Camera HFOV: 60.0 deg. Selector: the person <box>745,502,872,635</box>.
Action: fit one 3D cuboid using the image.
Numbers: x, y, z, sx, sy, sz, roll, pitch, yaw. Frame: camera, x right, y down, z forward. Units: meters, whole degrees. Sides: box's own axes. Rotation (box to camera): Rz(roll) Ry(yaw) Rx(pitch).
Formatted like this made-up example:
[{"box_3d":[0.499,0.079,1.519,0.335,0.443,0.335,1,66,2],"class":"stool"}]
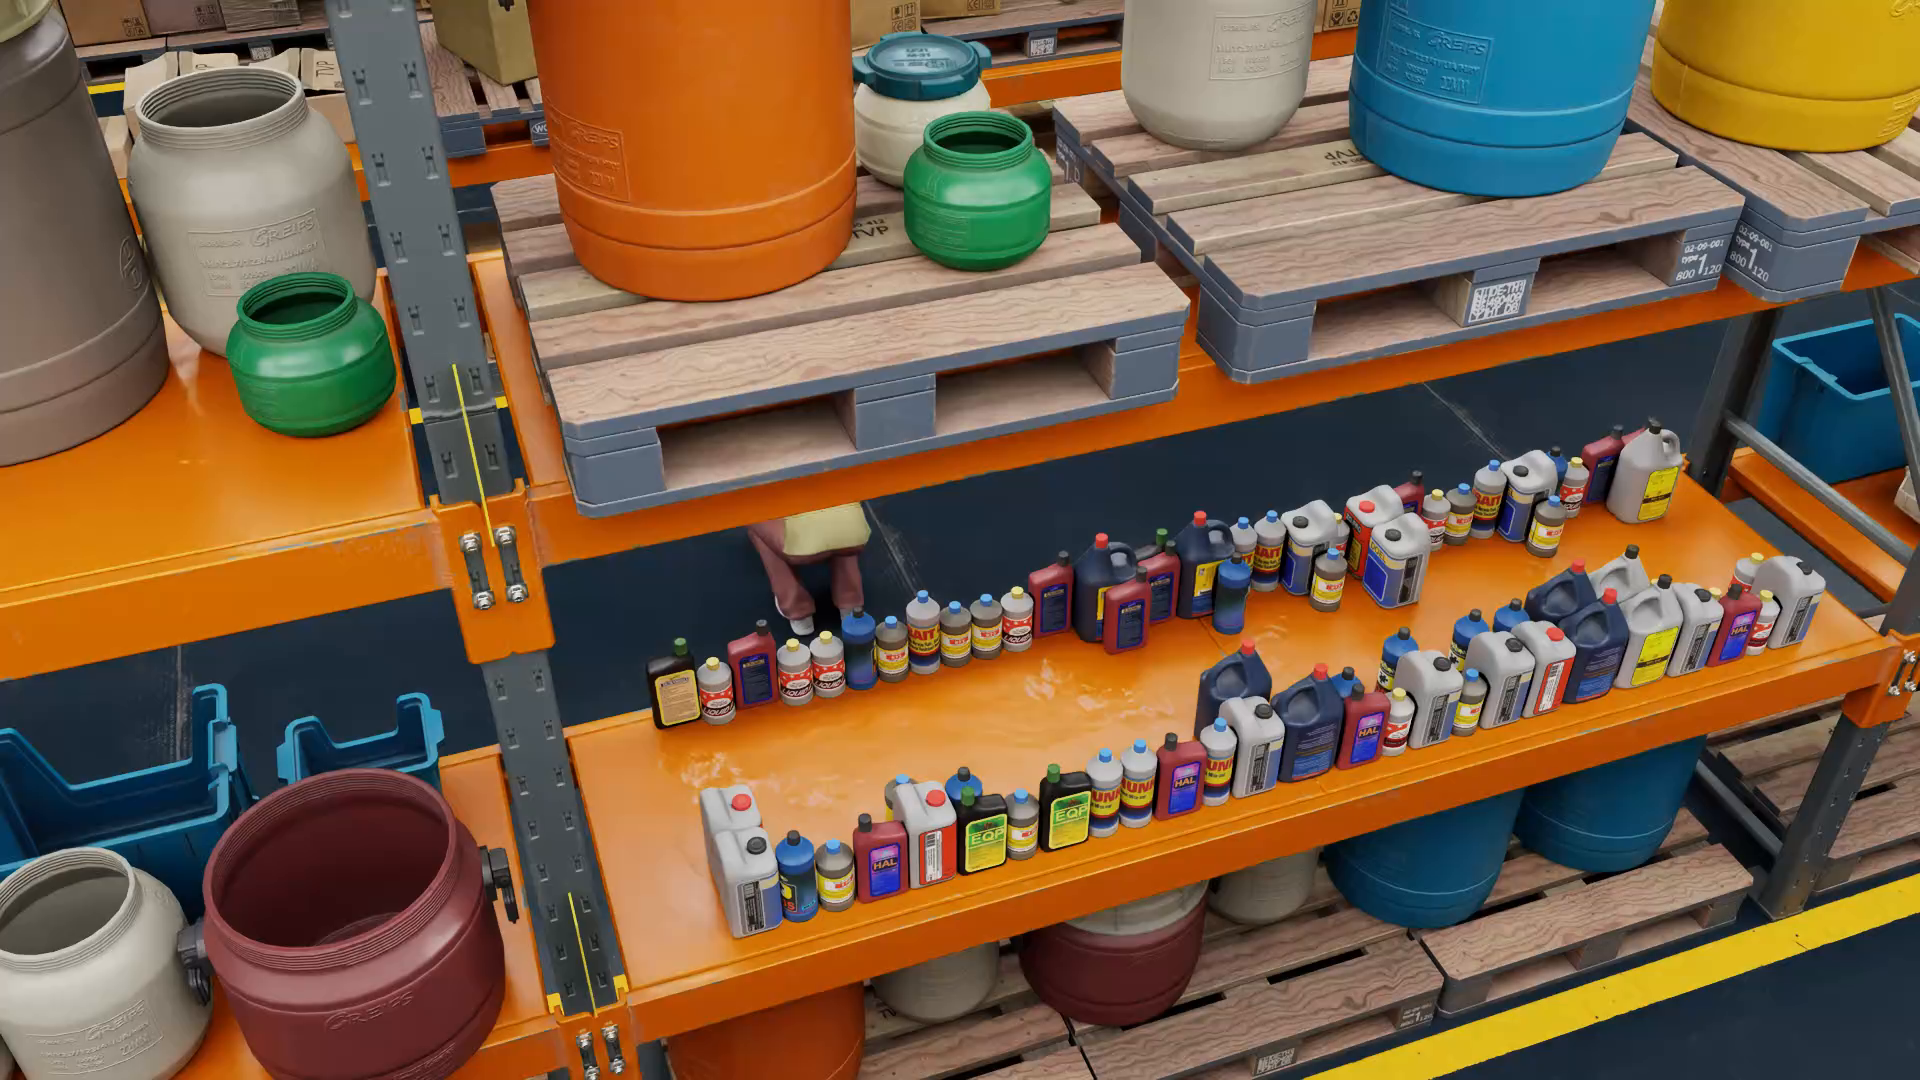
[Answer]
[{"box_3d":[-0.666,-0.132,6.897,0.494,0.974,0.787,-13,40,-16],"class":"person"}]
